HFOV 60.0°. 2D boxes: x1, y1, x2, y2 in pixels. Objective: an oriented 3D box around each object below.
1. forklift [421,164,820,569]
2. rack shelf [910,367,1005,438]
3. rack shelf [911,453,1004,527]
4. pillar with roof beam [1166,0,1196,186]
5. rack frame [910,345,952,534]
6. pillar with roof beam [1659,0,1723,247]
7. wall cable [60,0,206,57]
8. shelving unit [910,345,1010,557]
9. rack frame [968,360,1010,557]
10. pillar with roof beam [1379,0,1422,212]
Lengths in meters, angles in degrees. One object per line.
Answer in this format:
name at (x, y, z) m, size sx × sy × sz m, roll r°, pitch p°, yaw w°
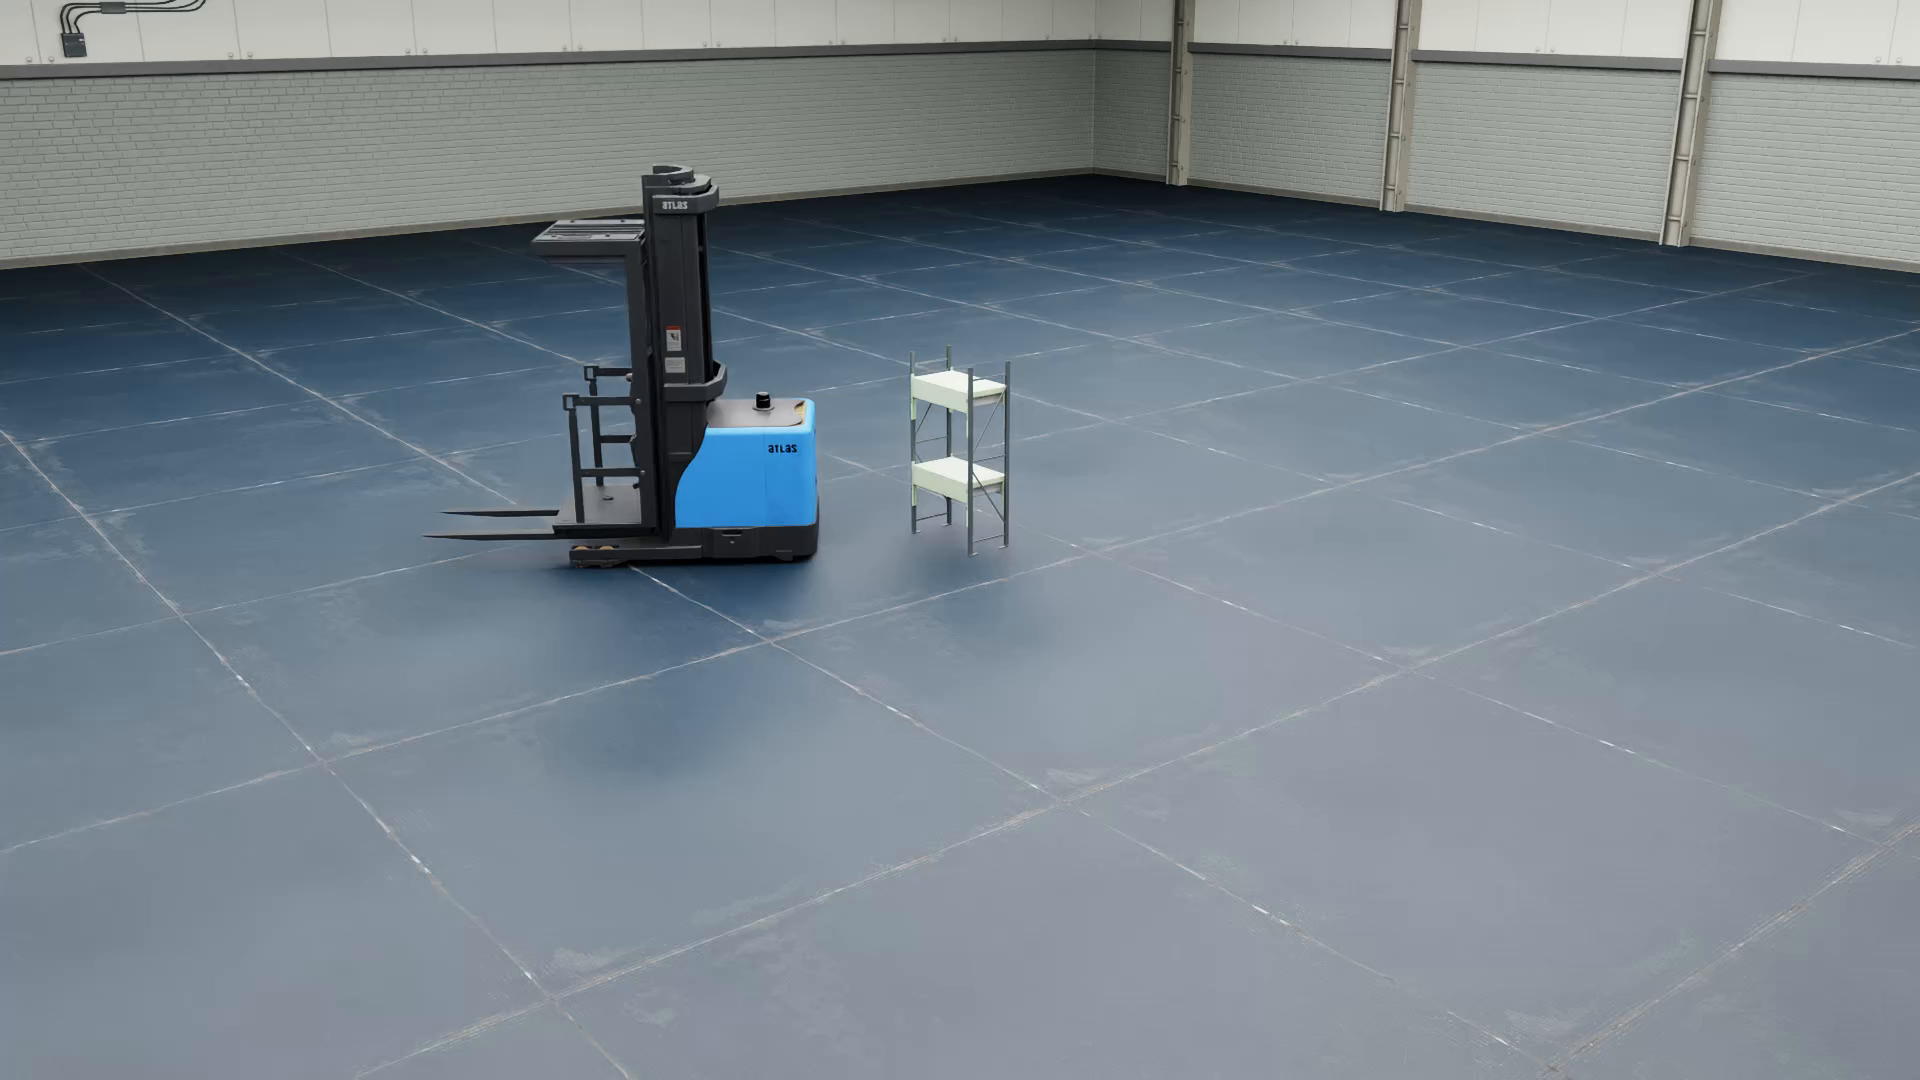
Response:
forklift at (-2.643, -1.345, 12.761) m, size 3.031 × 2.935 × 1.130 m, roll -1°, pitch 18°, yaw -3°
rack shelf at (-0.004, -1.084, 13.009) m, size 0.431 × 0.370 × 0.720 m, roll -14°, pitch 23°, yaw -36°
rack shelf at (-0.004, -0.404, 13.234) m, size 0.431 × 0.370 × 0.720 m, roll -14°, pitch 23°, yaw -36°
pillar with roof beam at (1.548, -11.507, 33.796) m, size 9.100 × 9.000 × 0.400 m, roll -14°, pitch 23°, yaw -36°
rack frame at (-0.231, -0.804, 13.404) m, size 0.400 × 1.500 × 0.023 m, roll -14°, pitch 23°, yaw -36°
pillar with roof beam at (8.999, -8.550, 24.867) m, size 9.100 × 9.000 × 0.400 m, roll -14°, pitch 23°, yaw -36°
wall cable at (-13.111, -10.646, 25.788) m, size 2.305 × 6.003 × 0.169 m, roll -14°, pitch 23°, yaw -36°
shelving unit at (-0.004, -0.714, 13.132) m, size 0.431 × 1.500 × 0.755 m, roll -14°, pitch 23°, yaw -36°
rack frame at (0.223, -0.623, 12.859) m, size 0.400 × 1.500 × 0.023 m, roll -14°, pitch 23°, yaw -36°
pillar with roof beam at (5.274, -10.028, 29.332) m, size 9.100 × 9.000 × 0.400 m, roll -14°, pitch 23°, yaw -36°
